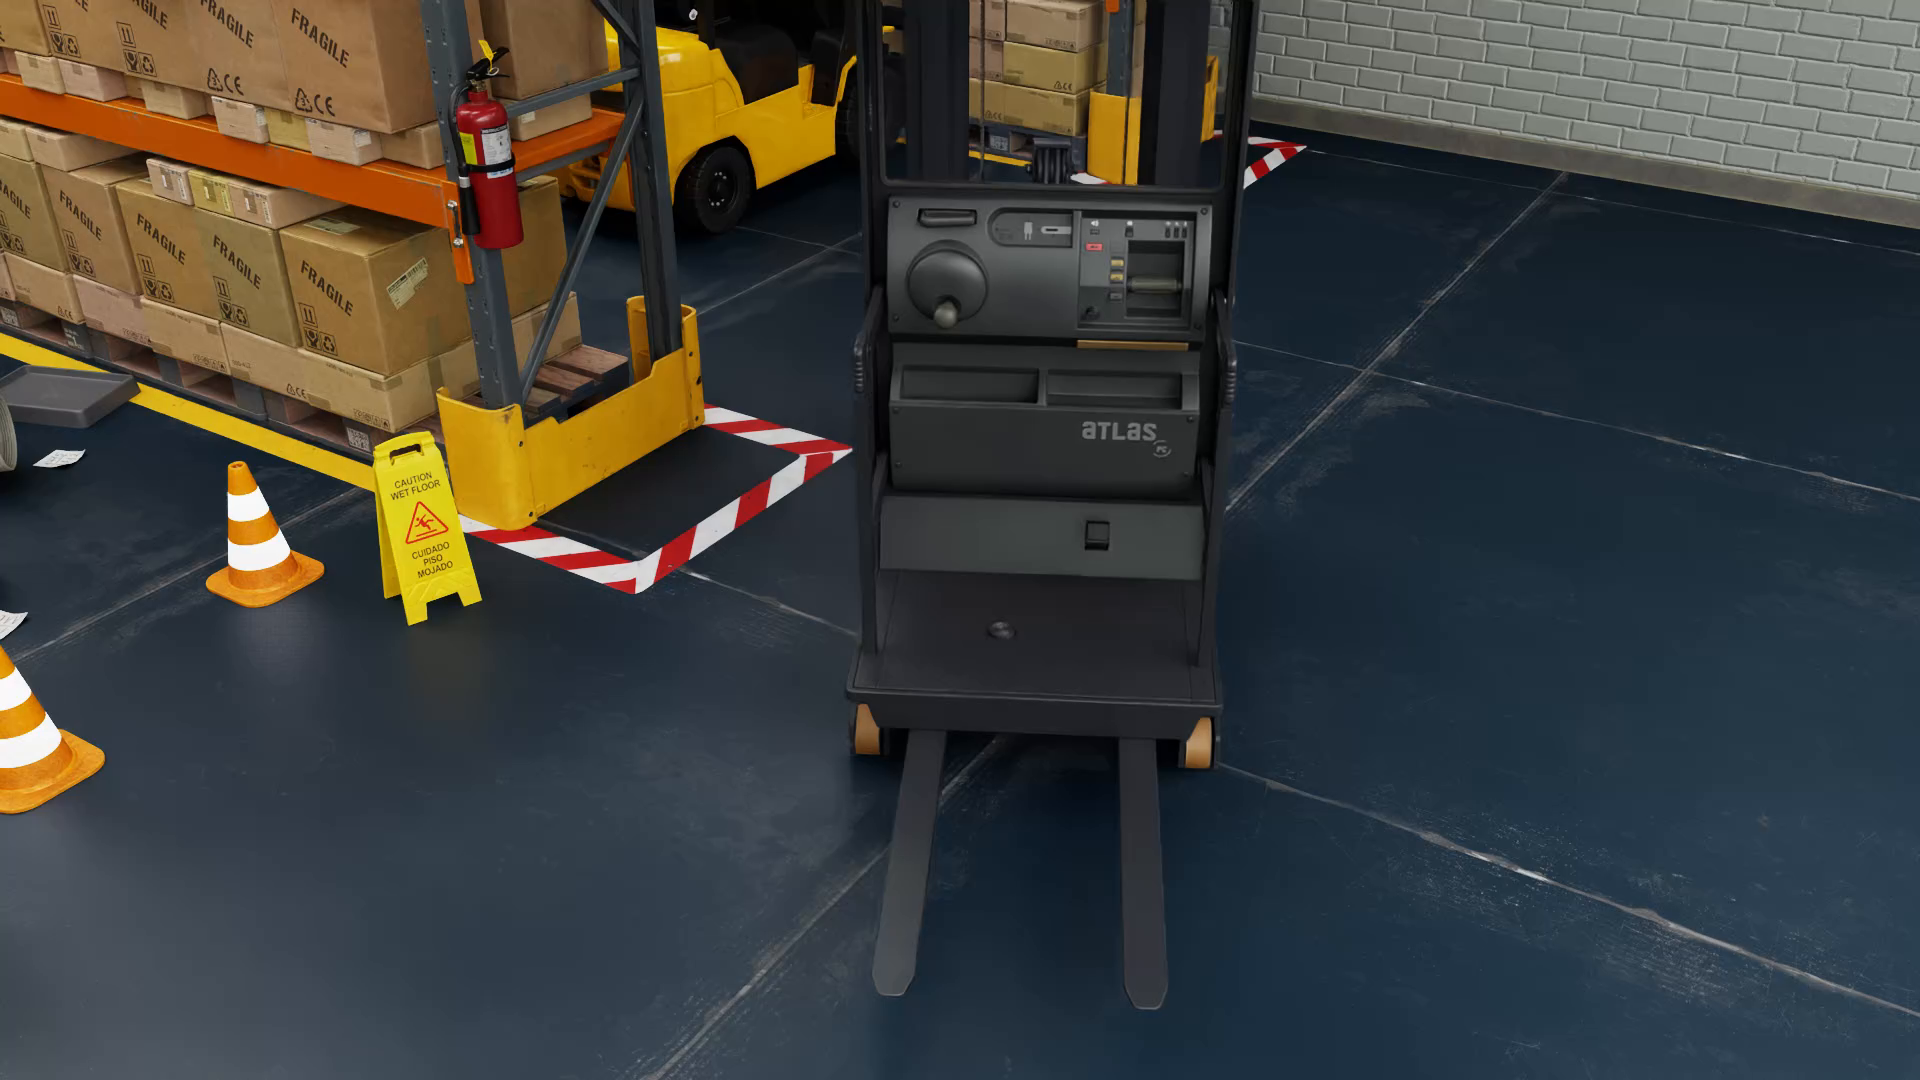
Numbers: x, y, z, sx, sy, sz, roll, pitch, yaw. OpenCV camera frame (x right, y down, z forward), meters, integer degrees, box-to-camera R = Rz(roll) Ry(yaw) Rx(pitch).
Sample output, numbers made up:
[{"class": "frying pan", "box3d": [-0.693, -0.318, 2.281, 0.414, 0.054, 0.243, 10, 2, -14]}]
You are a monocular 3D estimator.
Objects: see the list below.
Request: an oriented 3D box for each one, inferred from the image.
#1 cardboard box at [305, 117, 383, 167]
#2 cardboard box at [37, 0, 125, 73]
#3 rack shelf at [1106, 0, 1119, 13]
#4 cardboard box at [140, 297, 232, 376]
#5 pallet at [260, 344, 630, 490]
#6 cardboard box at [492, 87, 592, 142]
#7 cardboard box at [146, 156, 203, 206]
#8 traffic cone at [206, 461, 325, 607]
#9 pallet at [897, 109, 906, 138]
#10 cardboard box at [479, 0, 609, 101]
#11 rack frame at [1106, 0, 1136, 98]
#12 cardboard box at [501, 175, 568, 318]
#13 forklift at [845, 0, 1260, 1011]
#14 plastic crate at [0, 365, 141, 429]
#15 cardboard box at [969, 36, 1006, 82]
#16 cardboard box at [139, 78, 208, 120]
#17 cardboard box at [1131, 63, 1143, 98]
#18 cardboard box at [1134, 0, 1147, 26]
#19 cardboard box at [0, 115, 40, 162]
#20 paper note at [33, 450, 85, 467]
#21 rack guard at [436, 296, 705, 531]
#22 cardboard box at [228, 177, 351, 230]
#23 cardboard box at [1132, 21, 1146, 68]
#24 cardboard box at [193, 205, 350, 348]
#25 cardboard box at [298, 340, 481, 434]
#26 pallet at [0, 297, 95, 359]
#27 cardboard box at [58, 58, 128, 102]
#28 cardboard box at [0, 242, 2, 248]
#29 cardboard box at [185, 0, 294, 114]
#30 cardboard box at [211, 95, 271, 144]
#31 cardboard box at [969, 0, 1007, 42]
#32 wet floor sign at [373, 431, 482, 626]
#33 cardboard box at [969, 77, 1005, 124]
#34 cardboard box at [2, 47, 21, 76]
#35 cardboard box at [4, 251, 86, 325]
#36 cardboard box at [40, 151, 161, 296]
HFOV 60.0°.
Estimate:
[{"class": "cardboard box", "box3d": [-2.163, -1.514, 6.118, 0.250, 0.149, 0.380, 17, 34, 27]}, {"class": "cardboard box", "box3d": [-3.328, -2.208, 6.664, 0.500, 0.500, 0.500, 18, 35, 28]}, {"class": "rack shelf", "box3d": [-0.517, -3.938, 10.737, 4.000, 0.370, 1.077, 18, 35, 27]}, {"class": "cardboard box", "box3d": [-3.168, -0.968, 7.245, 0.500, 0.250, 0.500, 16, 34, 26]}, {"class": "pallet", "box3d": [-2.193, -0.642, 7.140, 1.213, 0.211, 1.003, 18, 35, 27]}, {"class": "cardboard box", "box3d": [-1.637, -1.664, 6.375, 0.250, 0.149, 0.380, 18, 35, 28]}, {"class": "cardboard box", "box3d": [-3.057, -1.504, 6.775, 0.250, 0.149, 0.380, 19, 35, 29]}, {"class": "traffic cone", "box3d": [-2.509, -0.062, 5.897, 0.334, 0.463, 0.336, 18, 35, 27]}, {"class": "pallet", "box3d": [-0.523, -3.022, 11.221, 1.213, 0.211, 1.003, 18, 35, 27]}, {"class": "cardboard box", "box3d": [-1.713, -2.010, 6.324, 0.500, 0.500, 0.500, 17, 34, 27]}, {"class": "rack frame", "box3d": [1.177, -3.713, 9.637, 0.127, 3.000, 1.000, 18, 35, 27]}, {"class": "cardboard box", "box3d": [-2.016, -1.251, 6.985, 0.500, 0.500, 0.500, 16, 34, 26]}, {"class": "forklift", "box3d": [0.242, -0.742, 4.613, 1.130, 2.935, 3.031, 2, 30, 3]}, {"class": "plastic crate", "box3d": [-3.953, -0.633, 7.256, 0.583, 0.080, 0.402, 6, 31, 10]}, {"class": "cardboard box", "box3d": [0.179, -3.058, 10.331, 0.500, 0.250, 0.500, 17, 34, 27]}, {"class": "cardboard box", "box3d": [-3.010, -1.806, 6.619, 0.250, 0.149, 0.380, 17, 34, 27]}, {"class": "cardboard box", "box3d": [0.864, -2.921, 10.593, 0.500, 0.250, 0.500, 18, 35, 28]}, {"class": "cardboard box", "box3d": [0.870, -3.348, 10.331, 0.500, 0.250, 0.500, 17, 34, 27]}, {"class": "cardboard box", "box3d": [-3.981, -1.793, 7.271, 0.250, 0.149, 0.380, 19, 35, 29]}, {"class": "paper note", "box3d": [-3.681, -0.338, 6.799, 0.148, 0.019, 0.142, 6, 31, 10]}, {"class": "rack guard", "box3d": [-1.524, -0.534, 6.669, 0.348, 0.500, 1.175, 18, 35, 27]}, {"class": "cardboard box", "box3d": [-2.623, -1.364, 6.535, 0.250, 0.149, 0.380, 19, 35, 29]}, {"class": "cardboard box", "box3d": [0.889, -3.137, 10.466, 0.500, 0.250, 0.500, 18, 35, 28]}, {"class": "cardboard box", "box3d": [-2.720, -1.152, 6.816, 0.500, 0.500, 0.500, 19, 35, 29]}, {"class": "cardboard box", "box3d": [-2.307, -0.695, 6.776, 0.500, 0.250, 0.500, 17, 34, 27]}, {"class": "pallet", "box3d": [-4.259, -1.295, 8.261, 1.213, 0.211, 1.003, 18, 35, 27]}, {"class": "cardboard box", "box3d": [-3.444, -1.933, 6.835, 0.250, 0.149, 0.380, 17, 34, 27]}, {"class": "cardboard box", "box3d": [-4.491, -1.709, 7.770, 0.500, 0.500, 0.500, 19, 35, 30]}, {"class": "cardboard box", "box3d": [-2.487, -1.929, 6.185, 0.500, 0.500, 0.500, 18, 35, 27]}, {"class": "cardboard box", "box3d": [-2.603, -1.648, 6.347, 0.250, 0.149, 0.380, 18, 35, 28]}, {"class": "cardboard box", "box3d": [0.185, -3.263, 10.186, 0.500, 0.250, 0.500, 18, 35, 28]}, {"class": "wet floor sign", "box3d": [-1.867, -0.069, 5.727, 0.267, 0.644, 0.232, -21, 36, -32]}, {"class": "cardboard box", "box3d": [0.194, -2.835, 10.444, 0.500, 0.250, 0.500, 18, 35, 27]}, {"class": "cardboard box", "box3d": [-3.835, -2.092, 7.108, 0.250, 0.149, 0.380, 17, 34, 27]}, {"class": "cardboard box", "box3d": [-4.033, -1.247, 7.722, 0.500, 0.250, 0.500, 20, 36, 30]}, {"class": "cardboard box", "box3d": [-3.593, -1.431, 7.294, 0.500, 0.500, 0.500, 20, 36, 30]}]
